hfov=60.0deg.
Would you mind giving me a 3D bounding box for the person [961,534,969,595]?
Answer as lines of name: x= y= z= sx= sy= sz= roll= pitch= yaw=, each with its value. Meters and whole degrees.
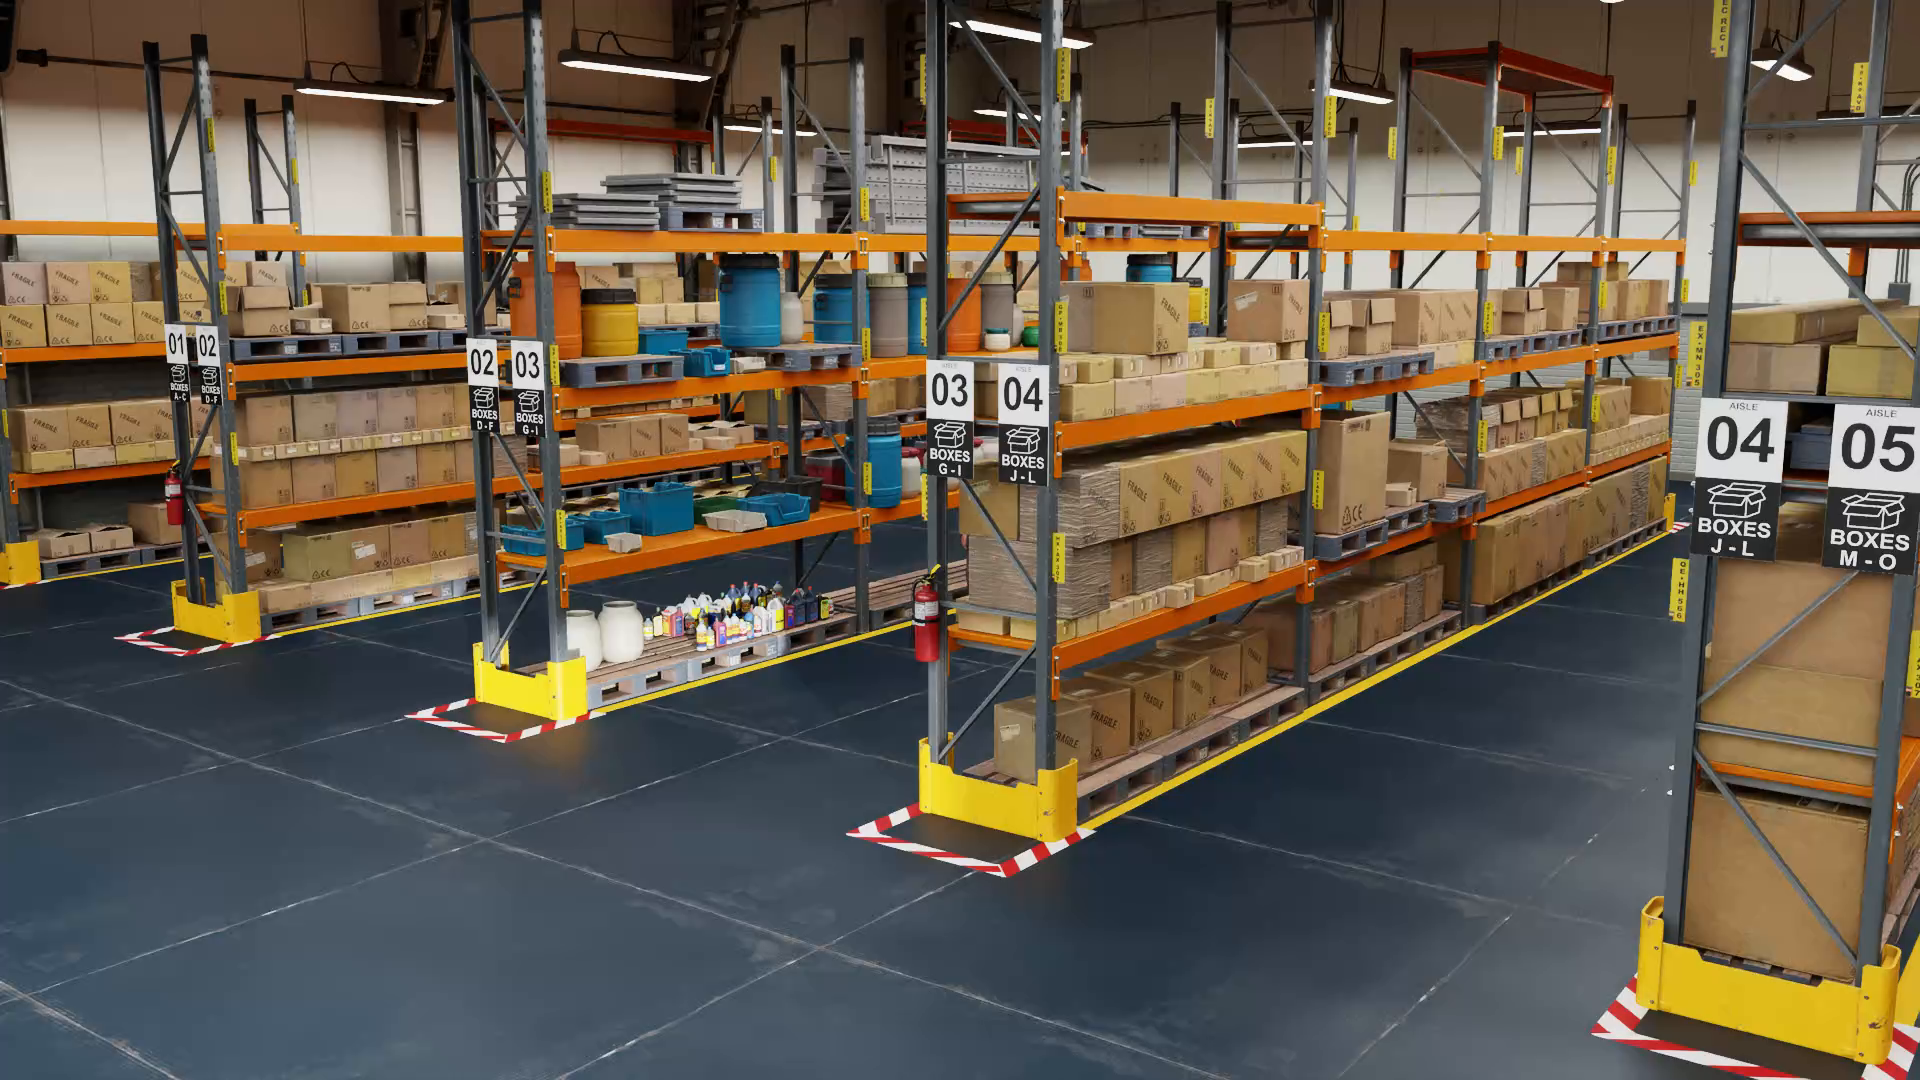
person: x=0.282 y=-0.013 z=18.042 sx=0.580 sy=1.720 sz=0.421 roll=7 pitch=12 yaw=36
